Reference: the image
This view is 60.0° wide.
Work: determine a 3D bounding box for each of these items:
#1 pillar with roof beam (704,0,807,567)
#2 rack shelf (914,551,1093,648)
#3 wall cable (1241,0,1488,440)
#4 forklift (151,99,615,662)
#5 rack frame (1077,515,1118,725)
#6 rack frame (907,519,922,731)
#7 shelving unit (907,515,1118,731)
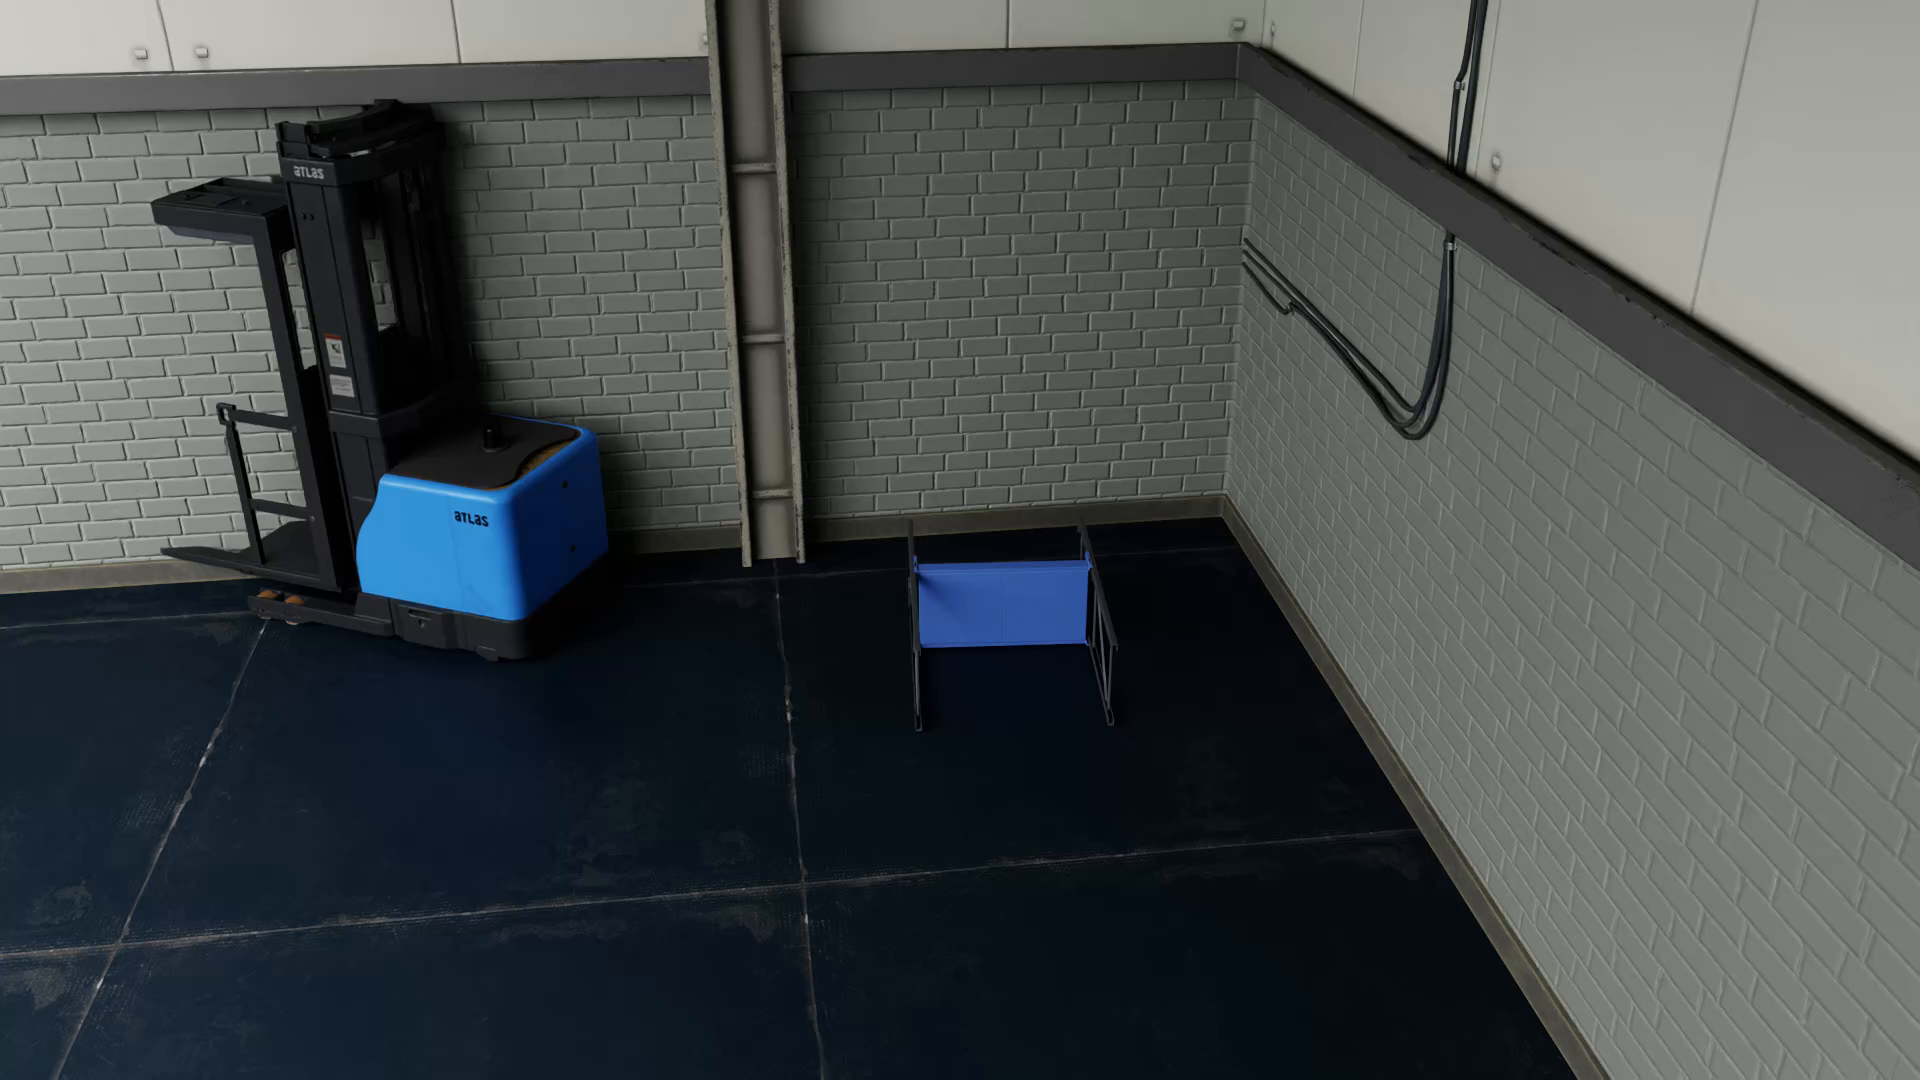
[{"bbox_3d":[-0.586,-1.972,4.736,0.400,9.000,9.100,-4,27,-7],"label":"pillar with roof beam"},{"bbox_3d":[0.241,0.347,9.484,1.000,0.538,0.185,-1,27,-3],"label":"rack shelf"},{"bbox_3d":[1.916,-2.126,8.437,0.112,2.526,3.097,-4,27,-7],"label":"wall cable"},{"bbox_3d":[-3.664,-1.020,9.526,3.031,2.935,1.130,9,29,18],"label":"forklift"},{"bbox_3d":[0.758,0.417,9.349,0.032,0.500,1.500,-1,27,-3],"label":"rack frame"},{"bbox_3d":[-0.257,0.442,9.300,0.032,0.500,1.500,-1,27,-3],"label":"rack frame"},{"bbox_3d":[0.250,0.429,9.324,1.048,0.538,1.500,-1,27,-3],"label":"shelving unit"}]
